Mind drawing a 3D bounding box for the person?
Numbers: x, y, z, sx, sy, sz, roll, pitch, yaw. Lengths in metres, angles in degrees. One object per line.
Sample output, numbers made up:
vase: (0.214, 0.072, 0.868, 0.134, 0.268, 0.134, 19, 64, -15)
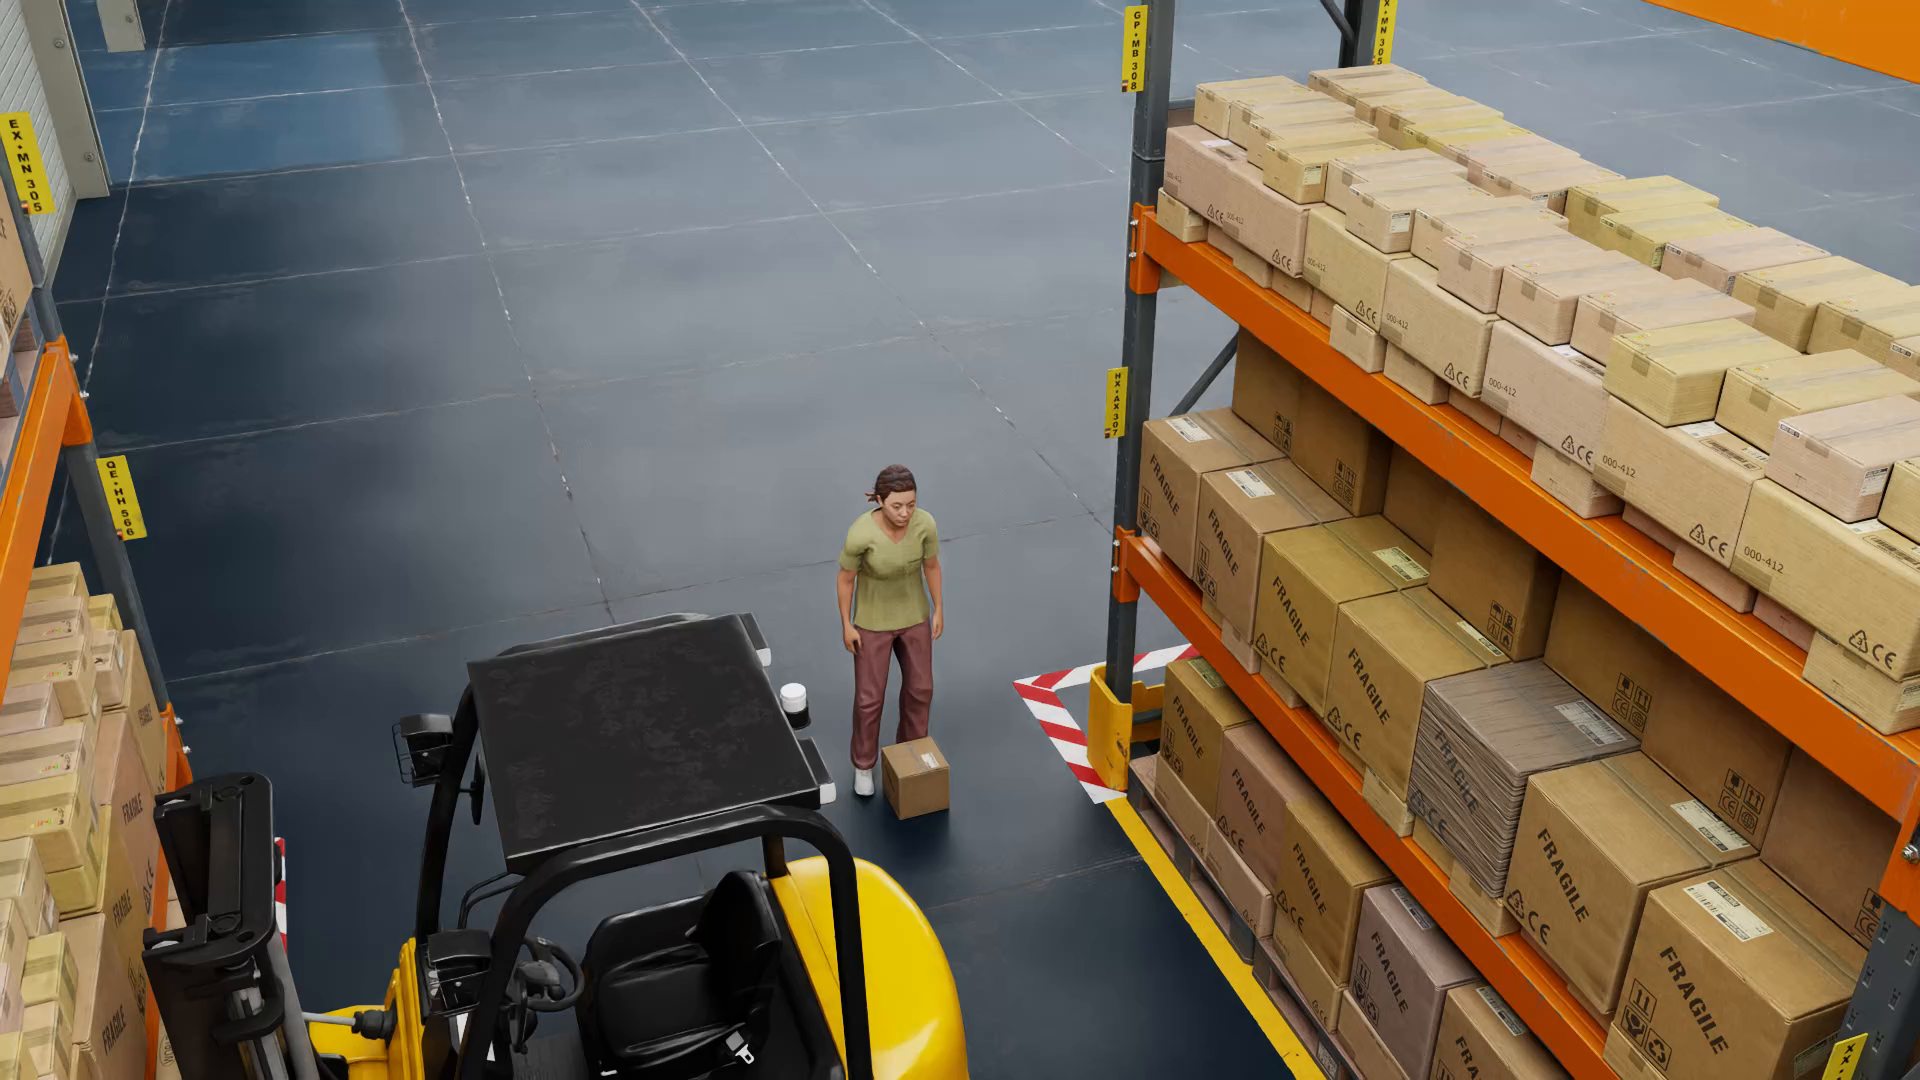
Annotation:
person: (-0.305, 0.389, 7.664, 0.499, 1.673, 0.356, -10, 32, -17)
